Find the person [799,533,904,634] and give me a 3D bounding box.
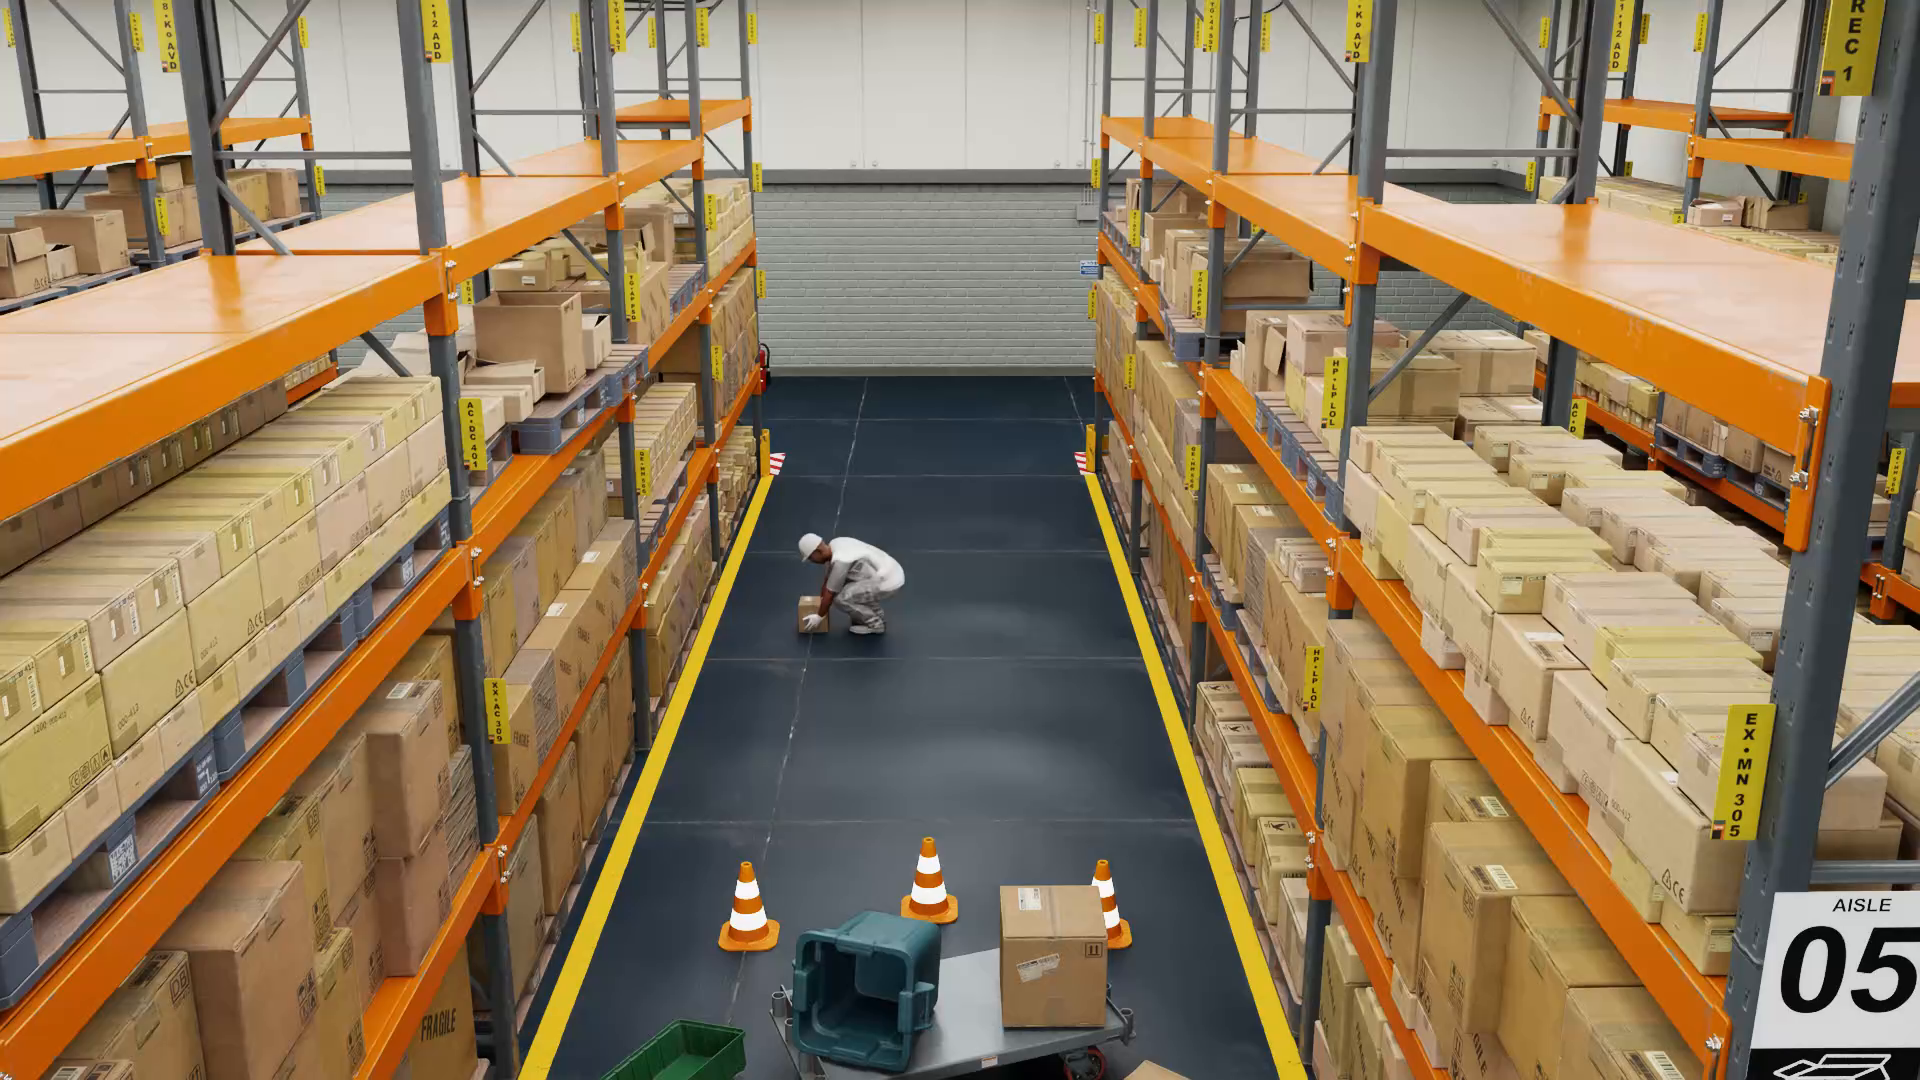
[{"bbox_3d":[-0.938,0.359,14.474,0.906,0.886,0.577,0,17,-1],"label":"person"}]
